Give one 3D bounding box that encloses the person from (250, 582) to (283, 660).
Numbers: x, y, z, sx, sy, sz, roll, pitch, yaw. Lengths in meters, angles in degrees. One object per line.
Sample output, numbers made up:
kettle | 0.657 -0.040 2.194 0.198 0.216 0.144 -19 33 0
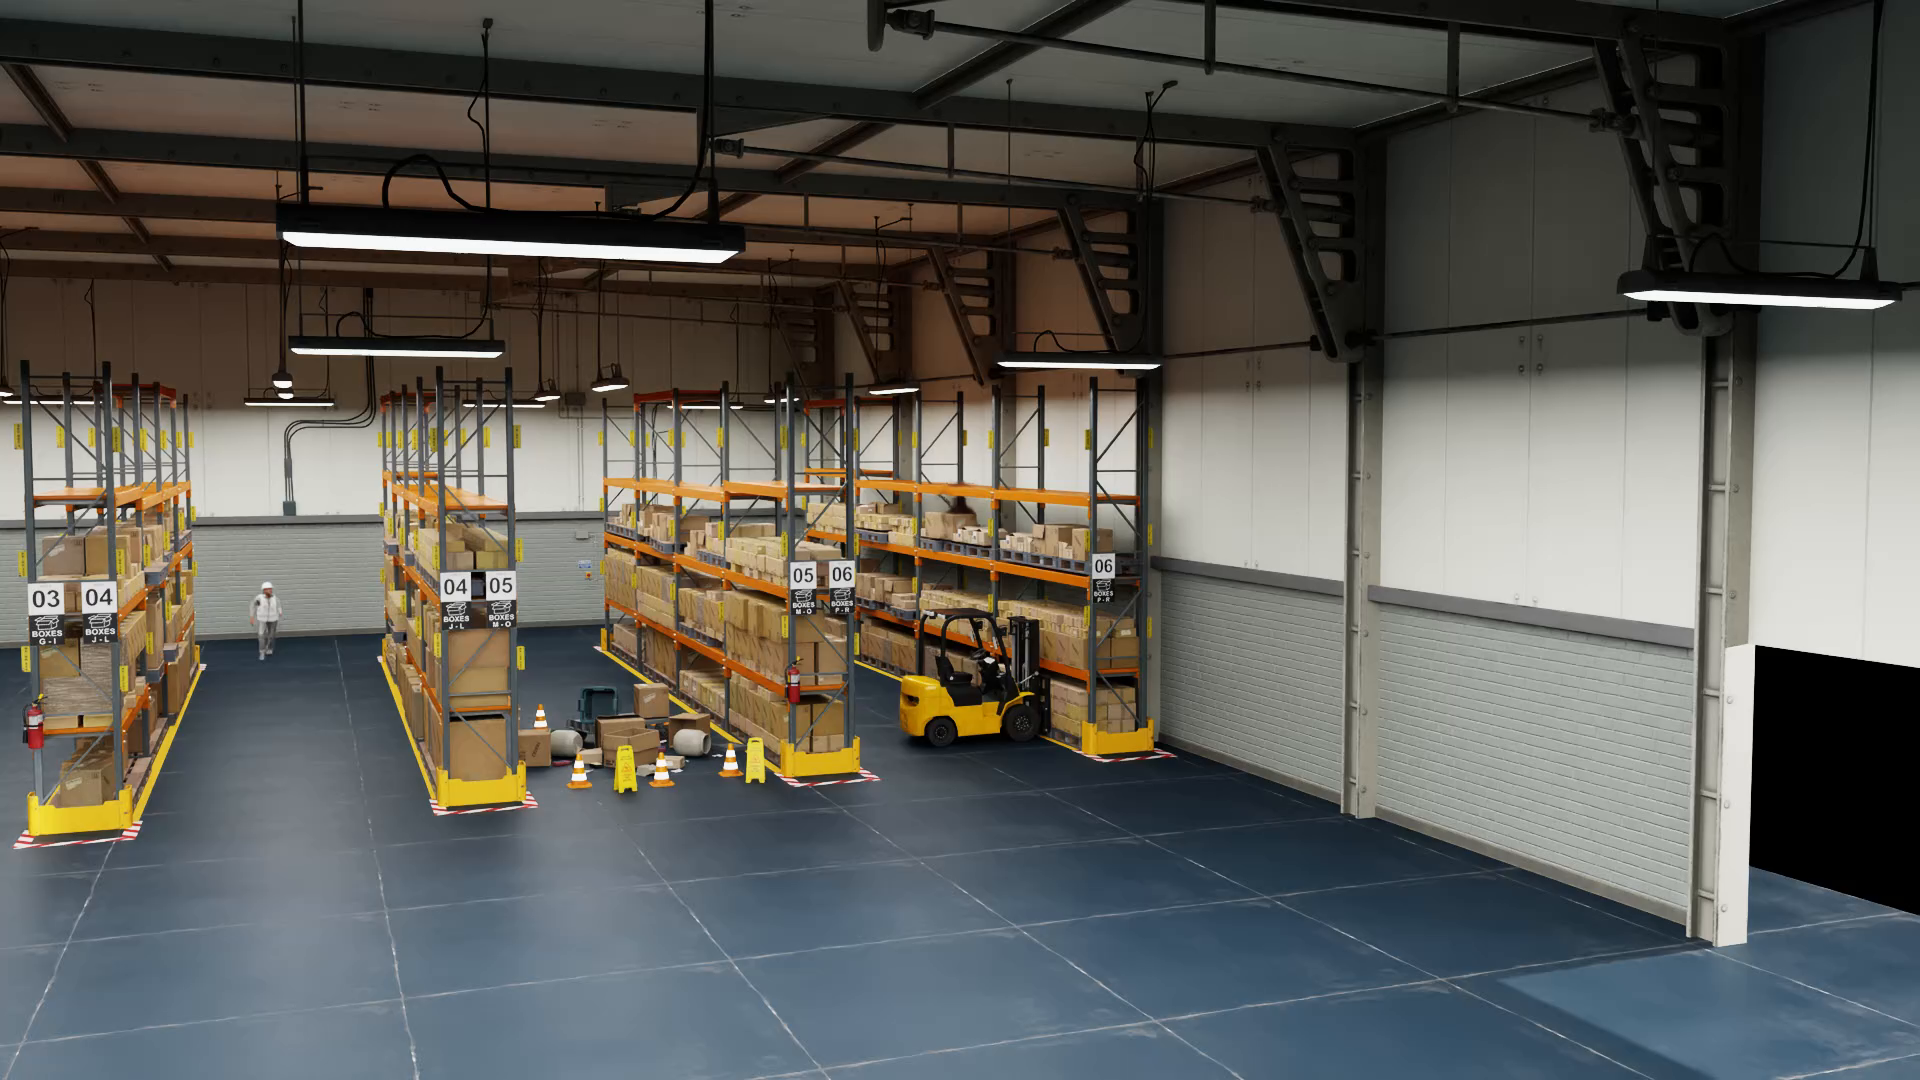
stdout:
person | -15.950 1.846 38.258 0.705 1.756 0.983 -1 4 -20
